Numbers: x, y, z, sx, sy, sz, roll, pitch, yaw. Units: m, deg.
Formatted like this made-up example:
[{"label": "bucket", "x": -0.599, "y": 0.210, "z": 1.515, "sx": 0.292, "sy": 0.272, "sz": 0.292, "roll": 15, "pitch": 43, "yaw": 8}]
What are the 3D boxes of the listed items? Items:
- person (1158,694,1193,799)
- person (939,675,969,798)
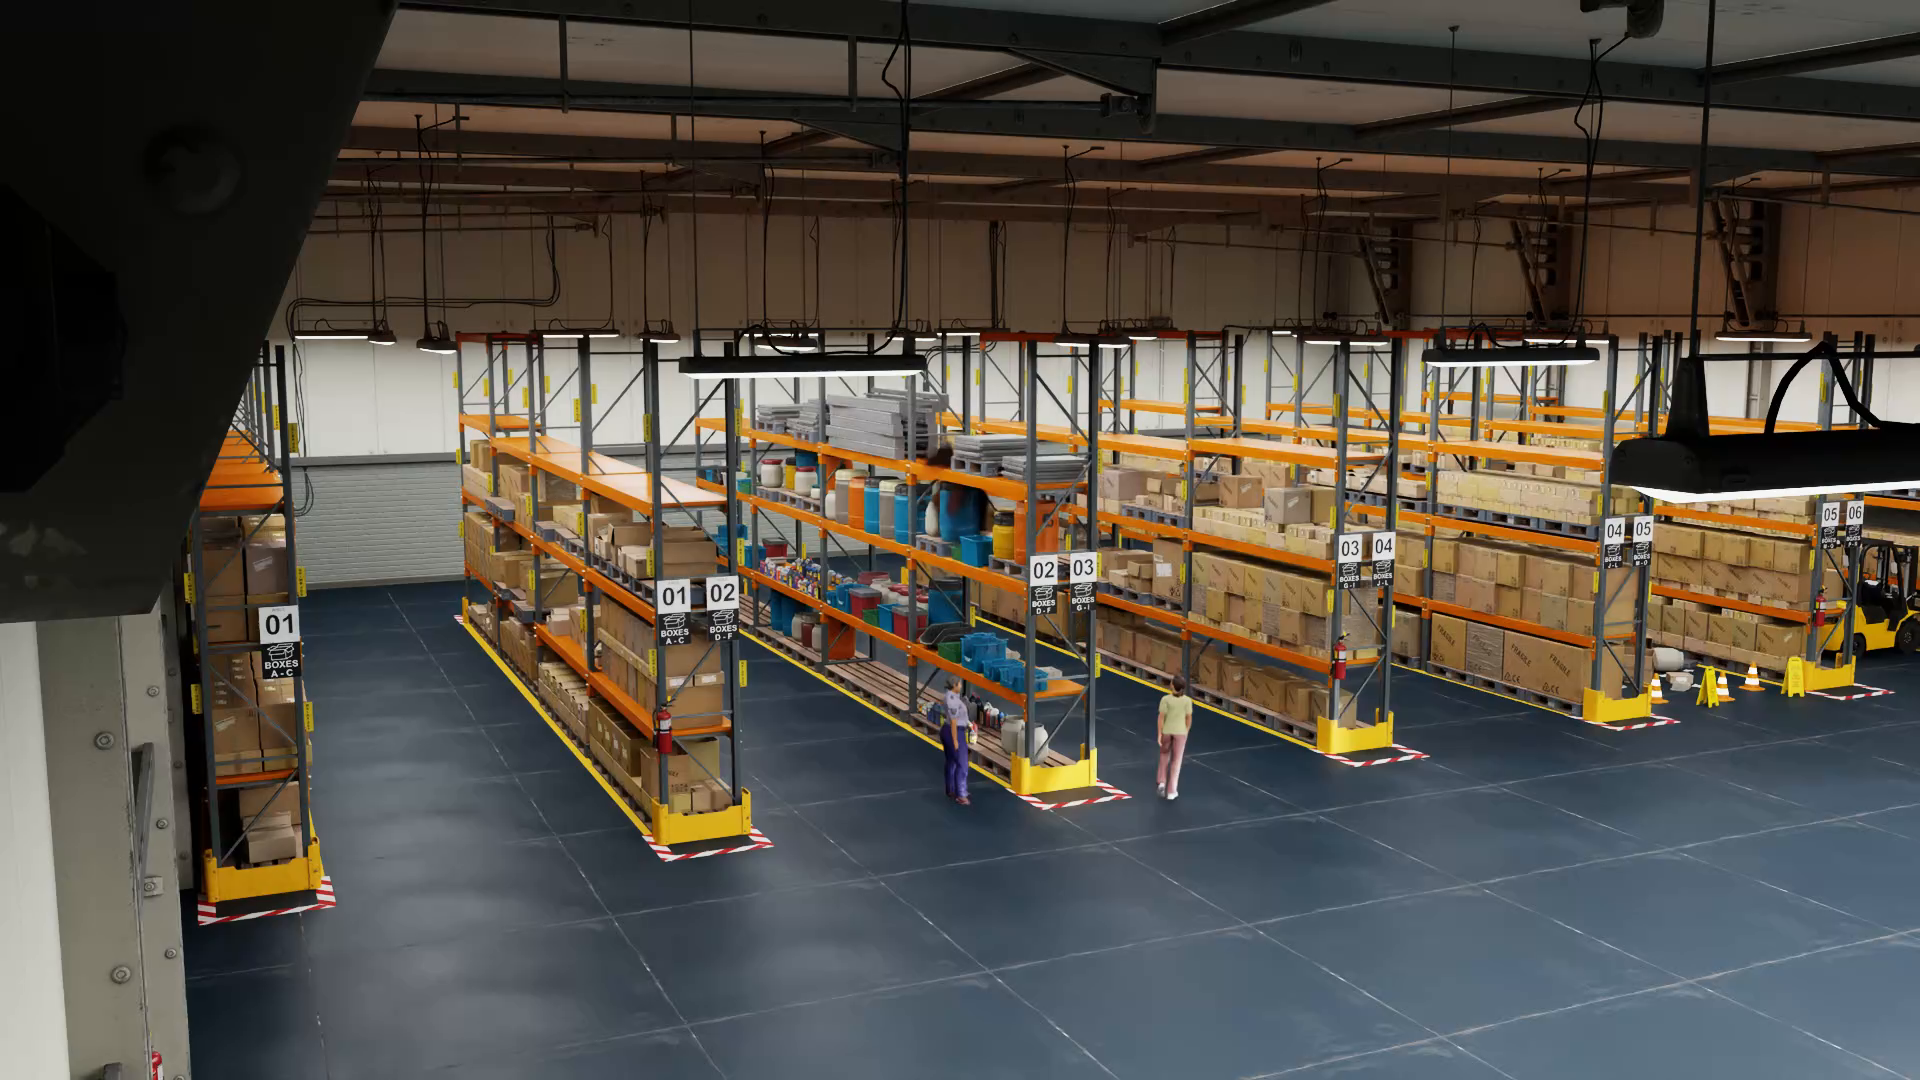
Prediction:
[{"label": "person", "x": 2.816, "y": 2.705, "z": 21.806, "sx": 0.444, "sy": 1.431, "sz": 0.338, "roll": 3, "pitch": 8, "yaw": 20}, {"label": "person", "x": -0.074, "y": 2.552, "z": 21.807, "sx": 0.342, "sy": 1.584, "sz": 0.559, "roll": -2, "pitch": 8, "yaw": -13}]
